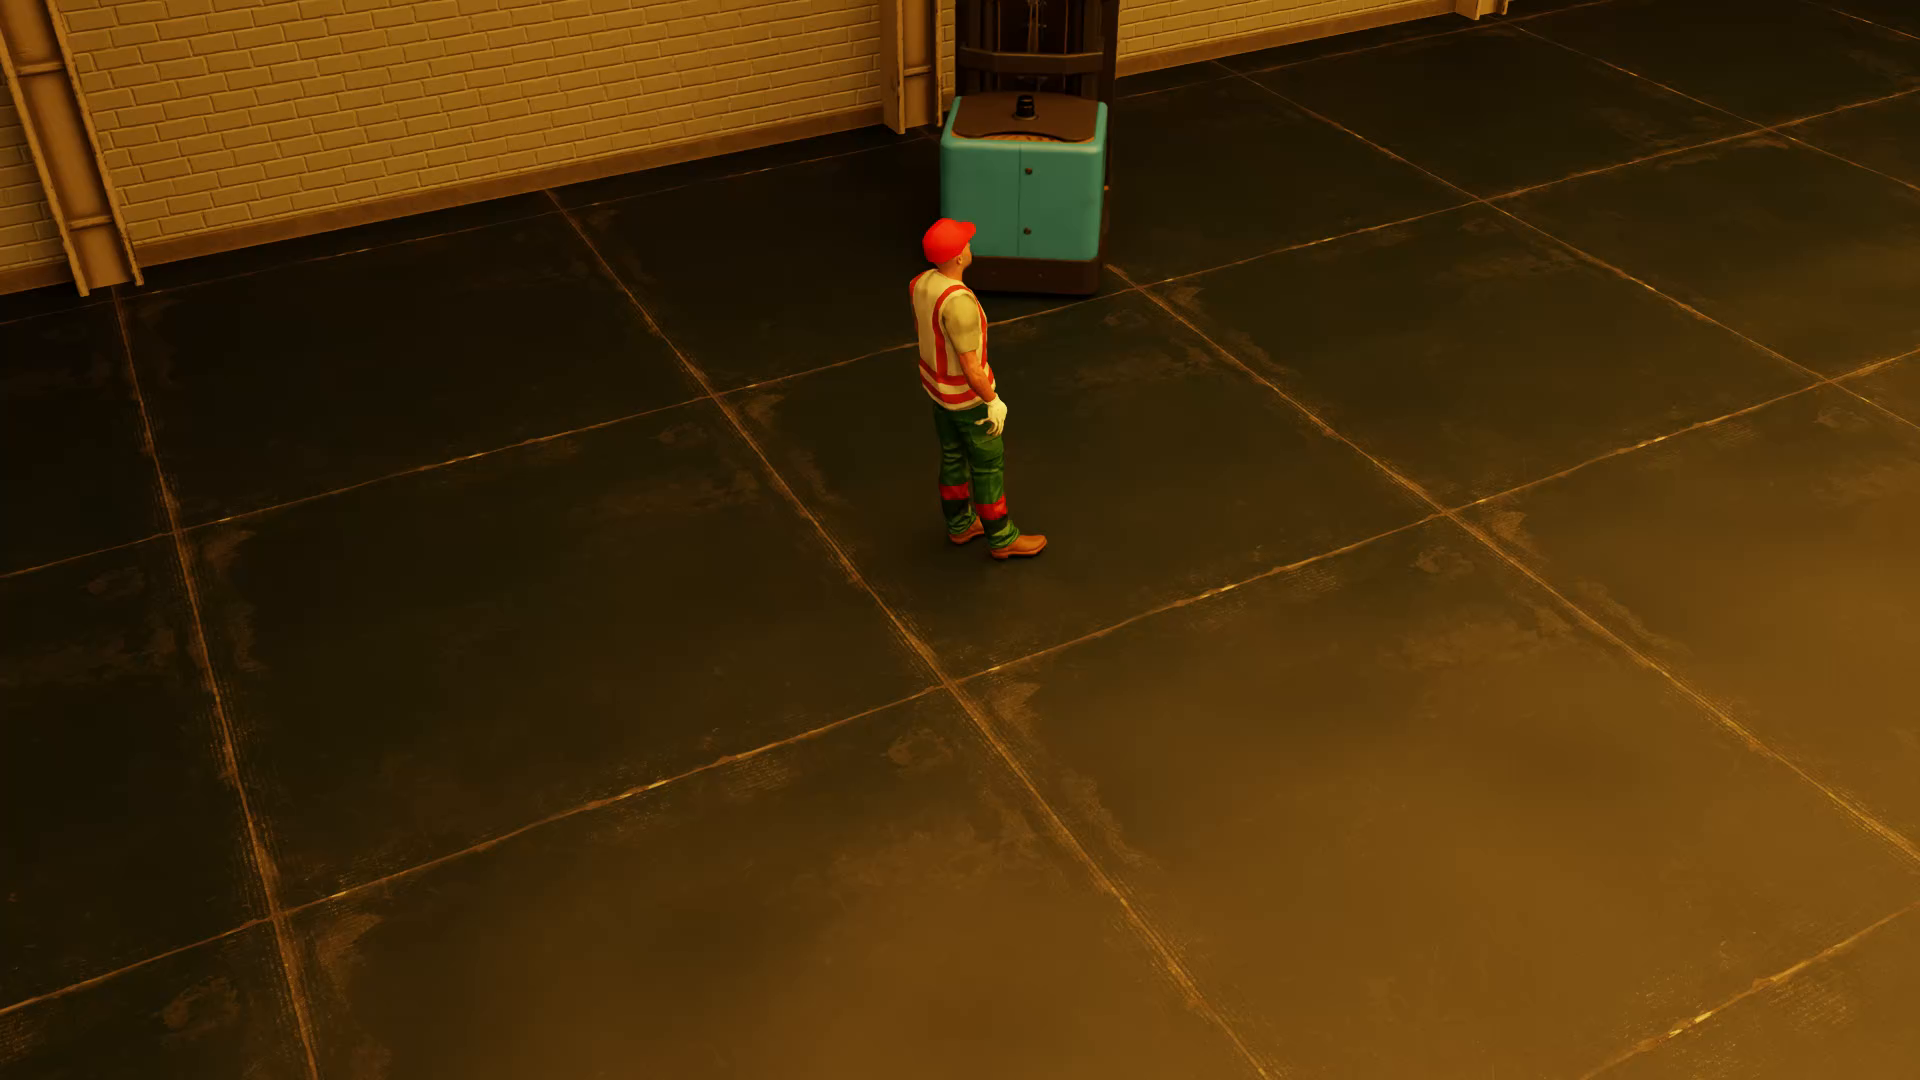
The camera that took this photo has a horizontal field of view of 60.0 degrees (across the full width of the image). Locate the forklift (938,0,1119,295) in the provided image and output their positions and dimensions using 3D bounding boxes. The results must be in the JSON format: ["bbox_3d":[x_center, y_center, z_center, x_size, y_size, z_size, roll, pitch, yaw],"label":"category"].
[{"bbox_3d":[0.536,-3.622,11.246,1.130,2.935,3.031,4,35,5],"label":"forklift"}]

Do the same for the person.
[{"bbox_3d":[0.076,-0.753,8.165,0.562,1.789,0.638,-17,39,-23],"label":"person"}]
